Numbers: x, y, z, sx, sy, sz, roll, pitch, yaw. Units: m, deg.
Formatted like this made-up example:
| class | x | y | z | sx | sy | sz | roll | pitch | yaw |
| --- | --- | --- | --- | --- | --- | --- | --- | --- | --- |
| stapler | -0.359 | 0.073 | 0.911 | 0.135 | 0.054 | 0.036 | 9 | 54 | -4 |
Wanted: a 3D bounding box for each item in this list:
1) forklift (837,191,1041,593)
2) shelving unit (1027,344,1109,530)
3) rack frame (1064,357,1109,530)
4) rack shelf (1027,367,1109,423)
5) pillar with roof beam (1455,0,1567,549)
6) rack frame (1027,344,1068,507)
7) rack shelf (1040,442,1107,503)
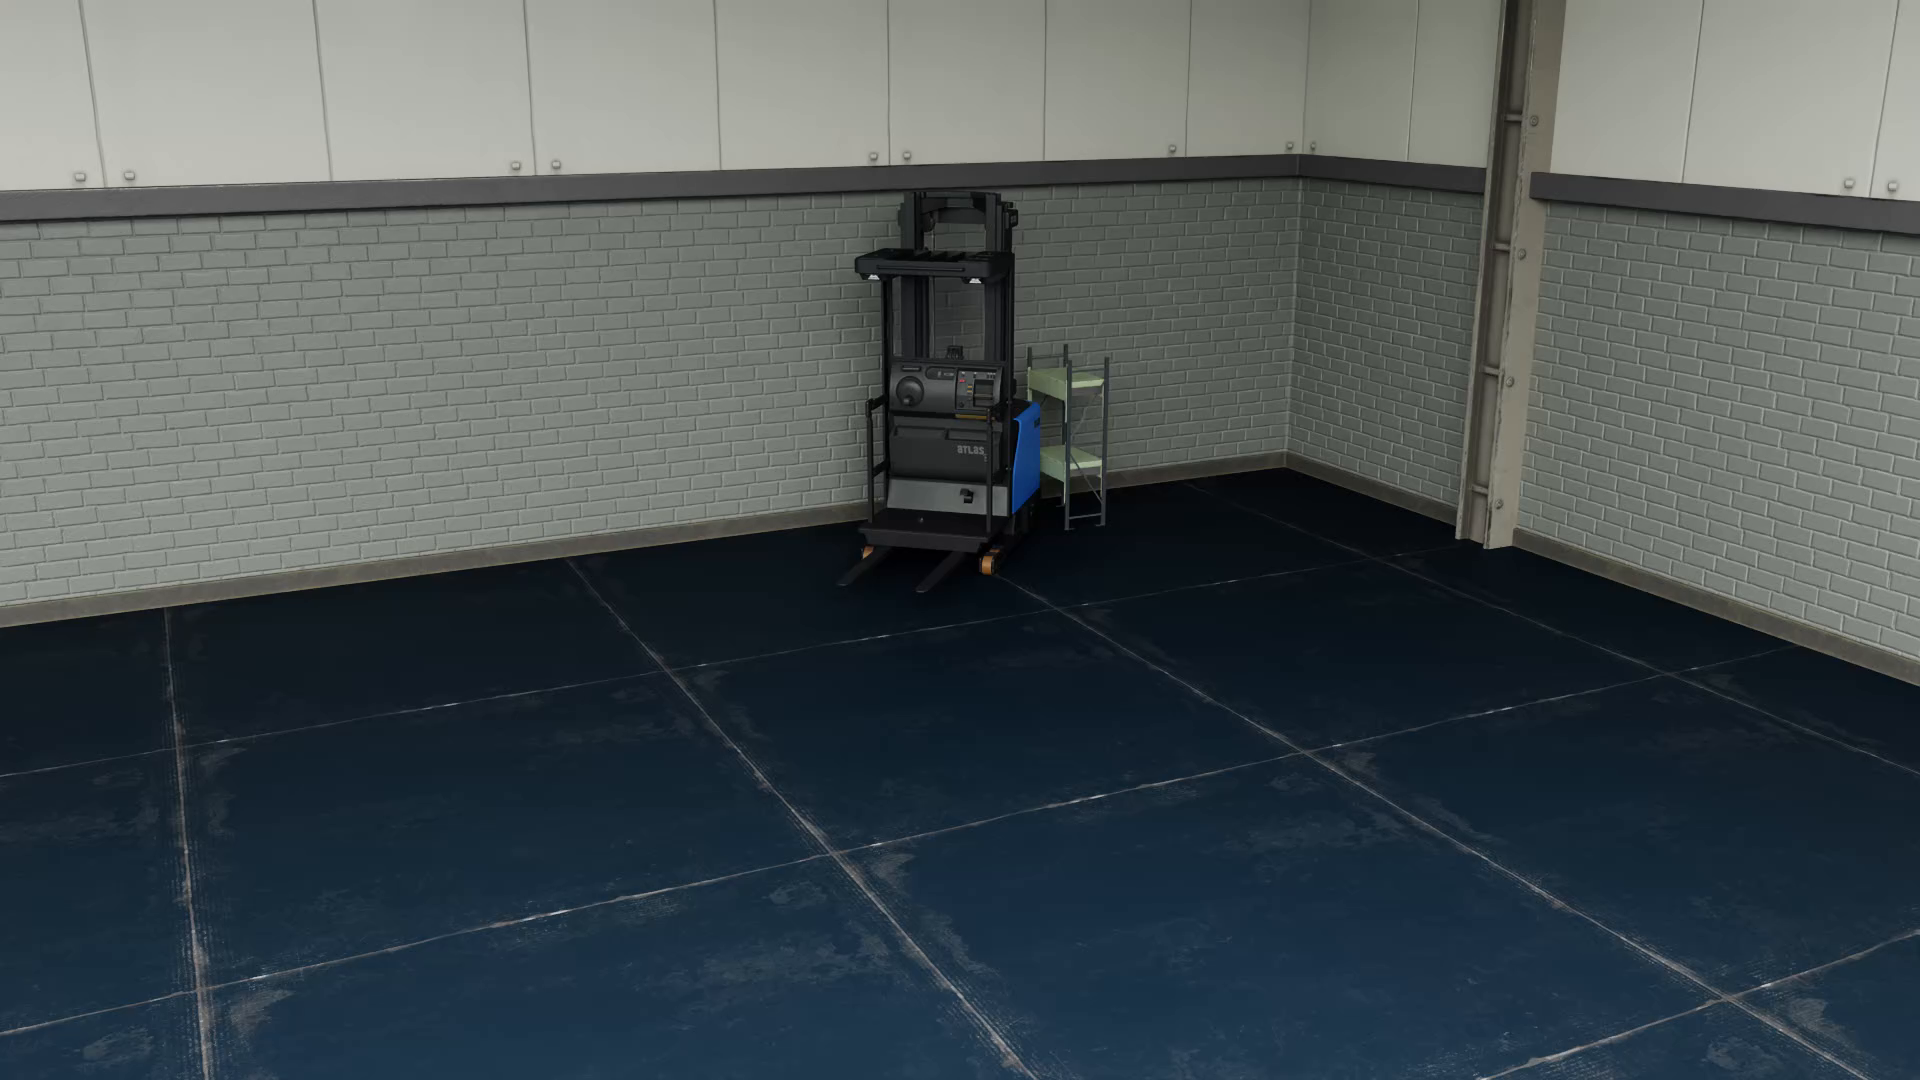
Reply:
| class | x | y | z | sx | sy | sz | roll | pitch | yaw |
| --- | --- | --- | --- | --- | --- | --- | --- | --- | --- |
| forklift | -0.171 | -1.242 | 13.267 | 1.130 | 2.935 | 3.031 | 4 | 17 | 15 |
| shelving unit | 0.942 | -0.923 | 14.748 | 0.431 | 1.500 | 0.755 | -7 | 18 | -24 |
| rack frame | 1.099 | -0.832 | 14.430 | 0.400 | 1.500 | 0.023 | -7 | 18 | -24 |
| rack shelf | 0.942 | -1.298 | 14.640 | 0.431 | 0.370 | 0.720 | -7 | 18 | -24 |
| pillar with roof beam | 0.613 | -3.794 | 11.158 | 9.100 | 9.000 | 0.400 | -8 | 18 | -25 |
| rack frame | 0.786 | -1.014 | 15.066 | 0.400 | 1.500 | 0.023 | -7 | 18 | -24 |
| rack shelf | 0.942 | -0.610 | 14.838 | 0.431 | 0.370 | 0.720 | -7 | 18 | -24 |
